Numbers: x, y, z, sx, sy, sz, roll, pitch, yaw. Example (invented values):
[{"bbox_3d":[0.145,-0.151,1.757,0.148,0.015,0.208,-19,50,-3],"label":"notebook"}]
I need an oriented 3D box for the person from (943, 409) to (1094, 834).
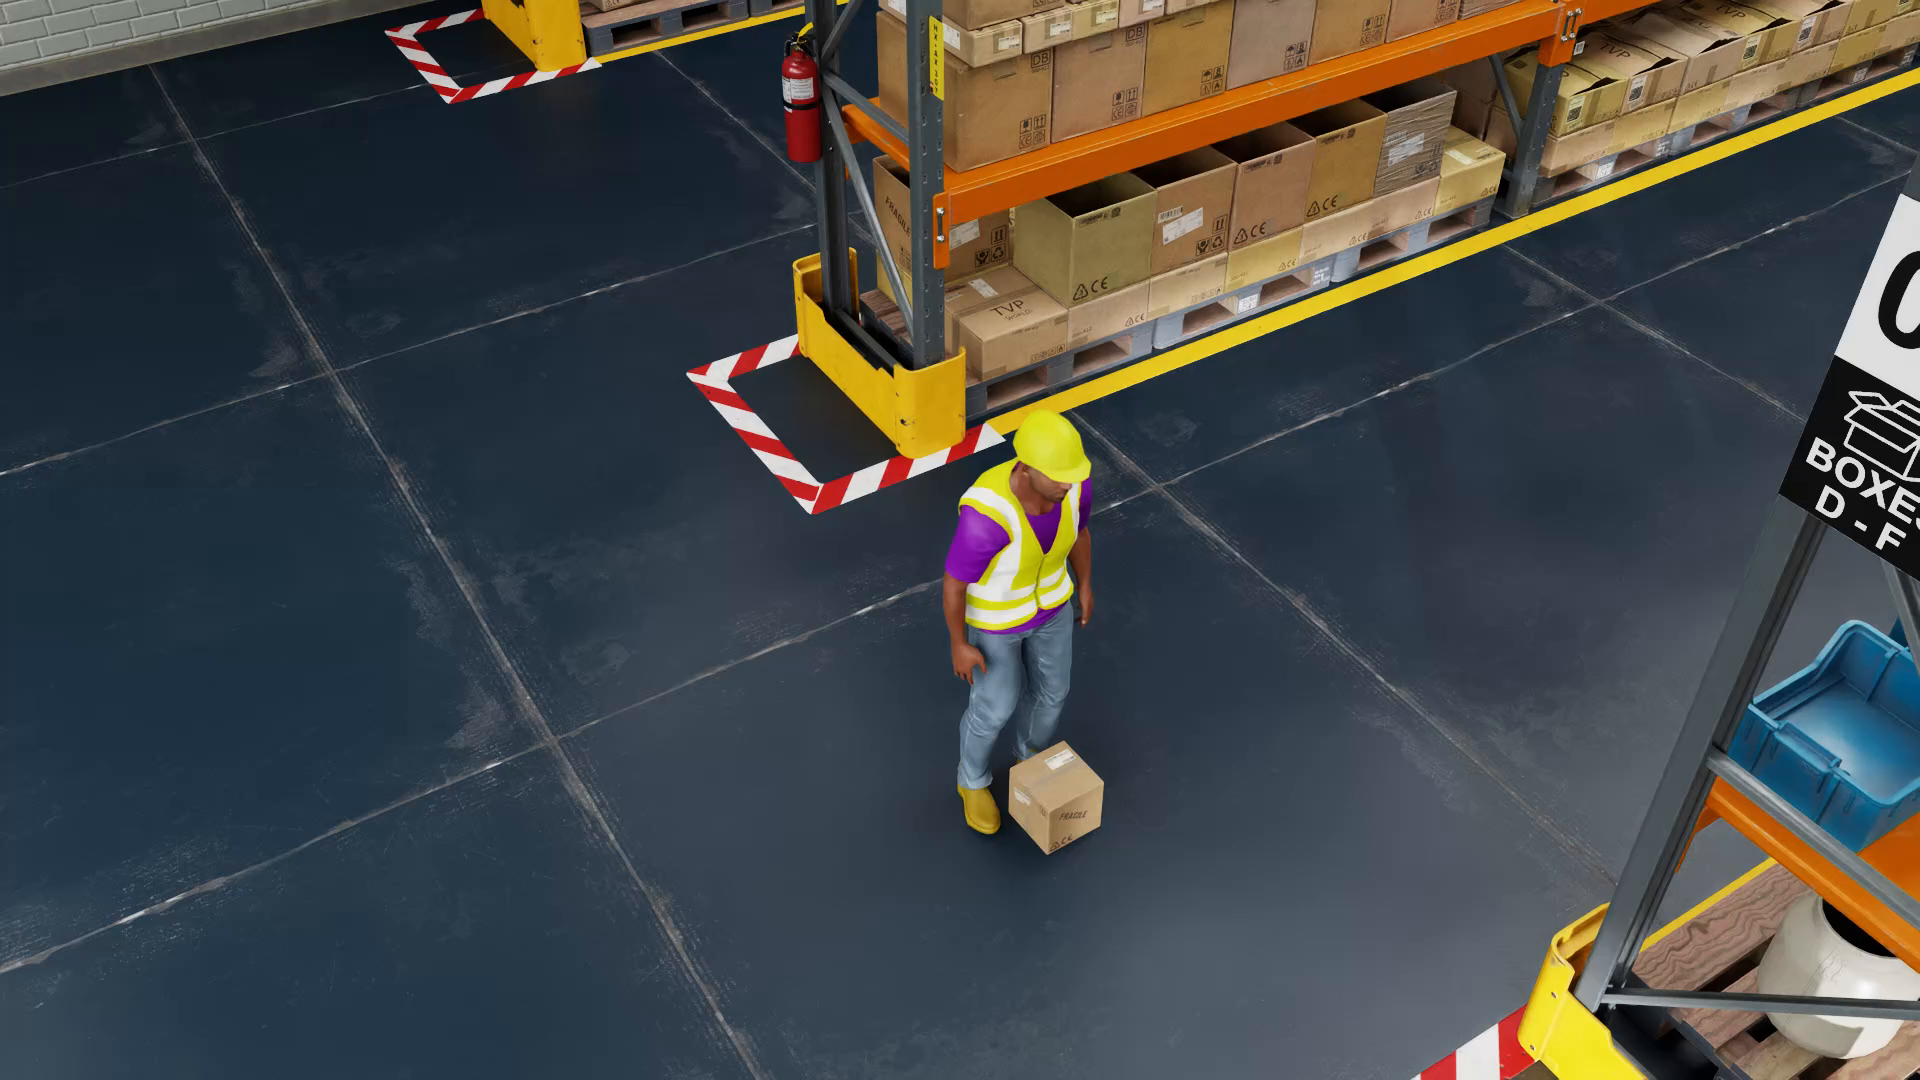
[{"bbox_3d":[0.225,0.259,5.842,0.628,1.759,0.461,-25,46,-26],"label":"person"}]
